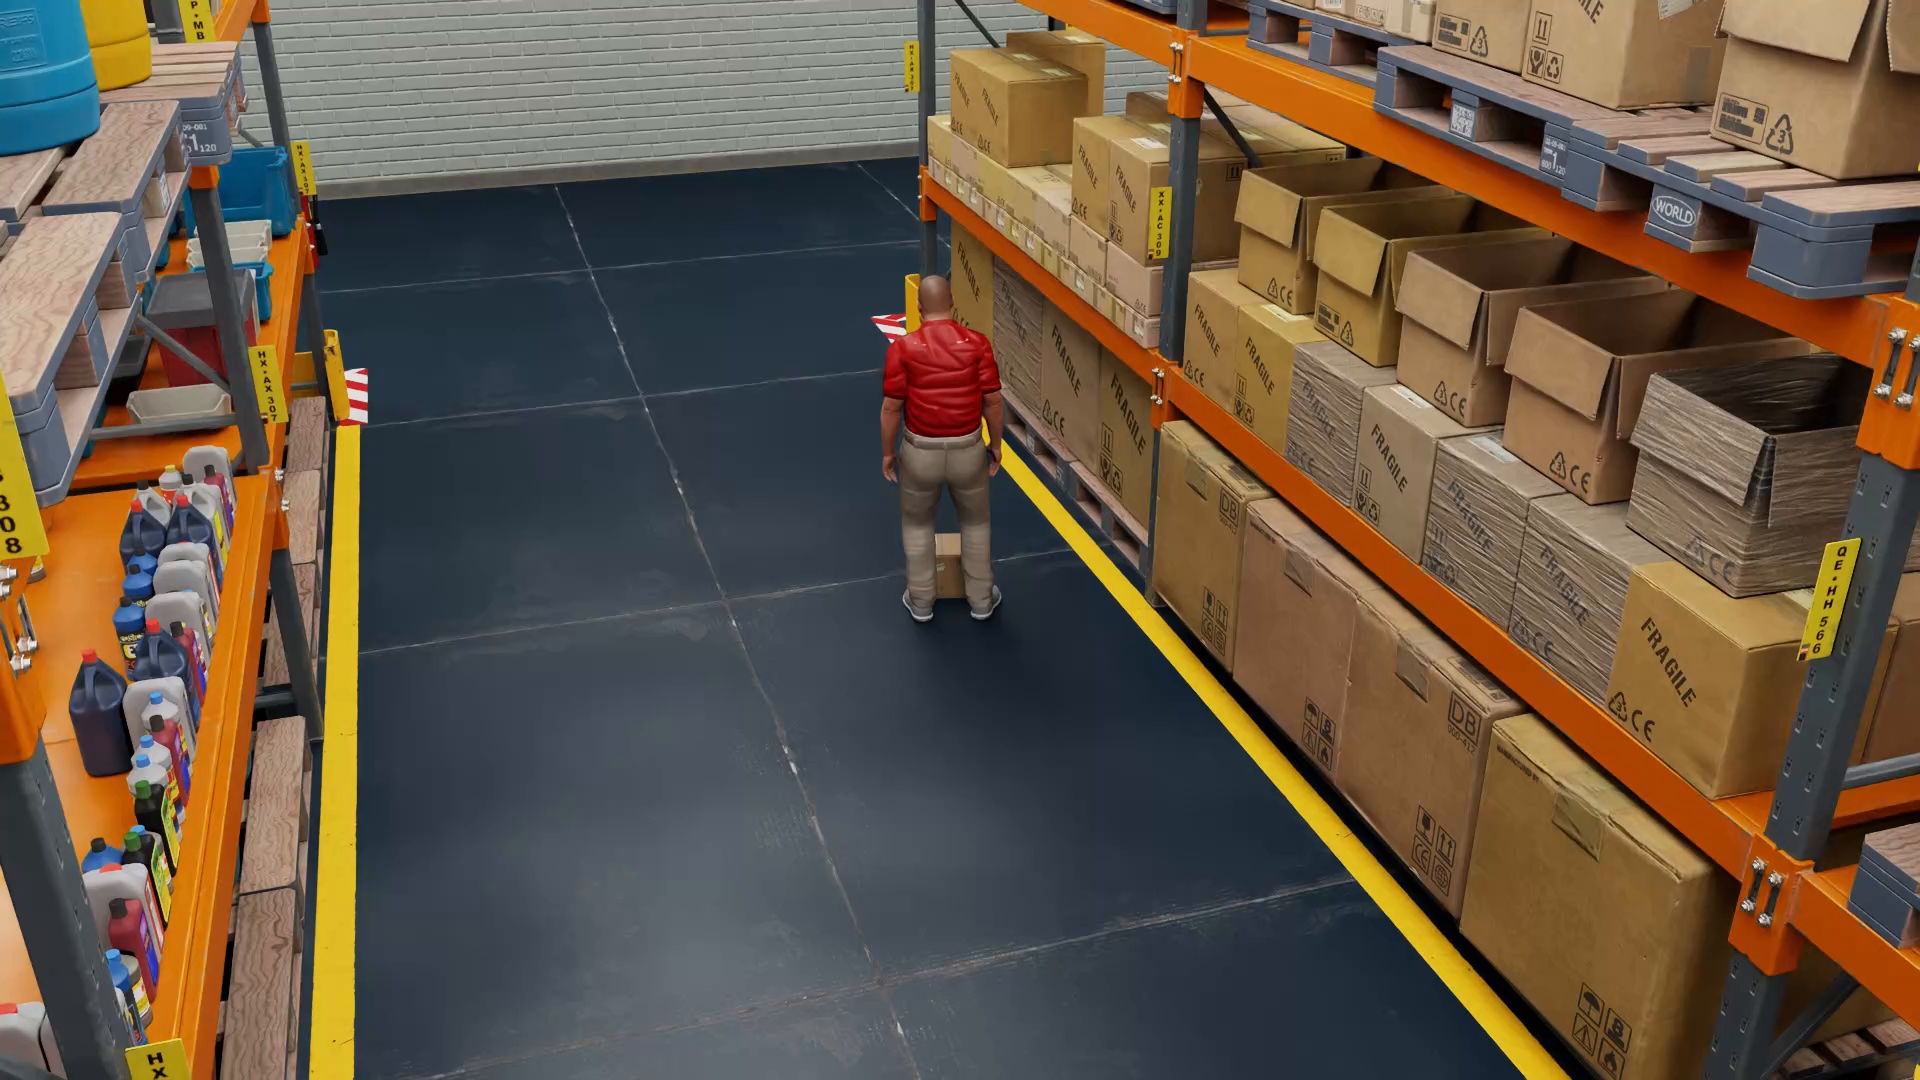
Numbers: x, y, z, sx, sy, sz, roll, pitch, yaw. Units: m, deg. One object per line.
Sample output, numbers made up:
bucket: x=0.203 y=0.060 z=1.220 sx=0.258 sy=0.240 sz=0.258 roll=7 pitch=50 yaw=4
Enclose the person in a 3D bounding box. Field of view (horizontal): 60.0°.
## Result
person: x=-0.080 y=-0.419 z=7.983 sx=0.601 sy=1.726 sz=0.399 roll=-2 pitch=26 yaw=-5
